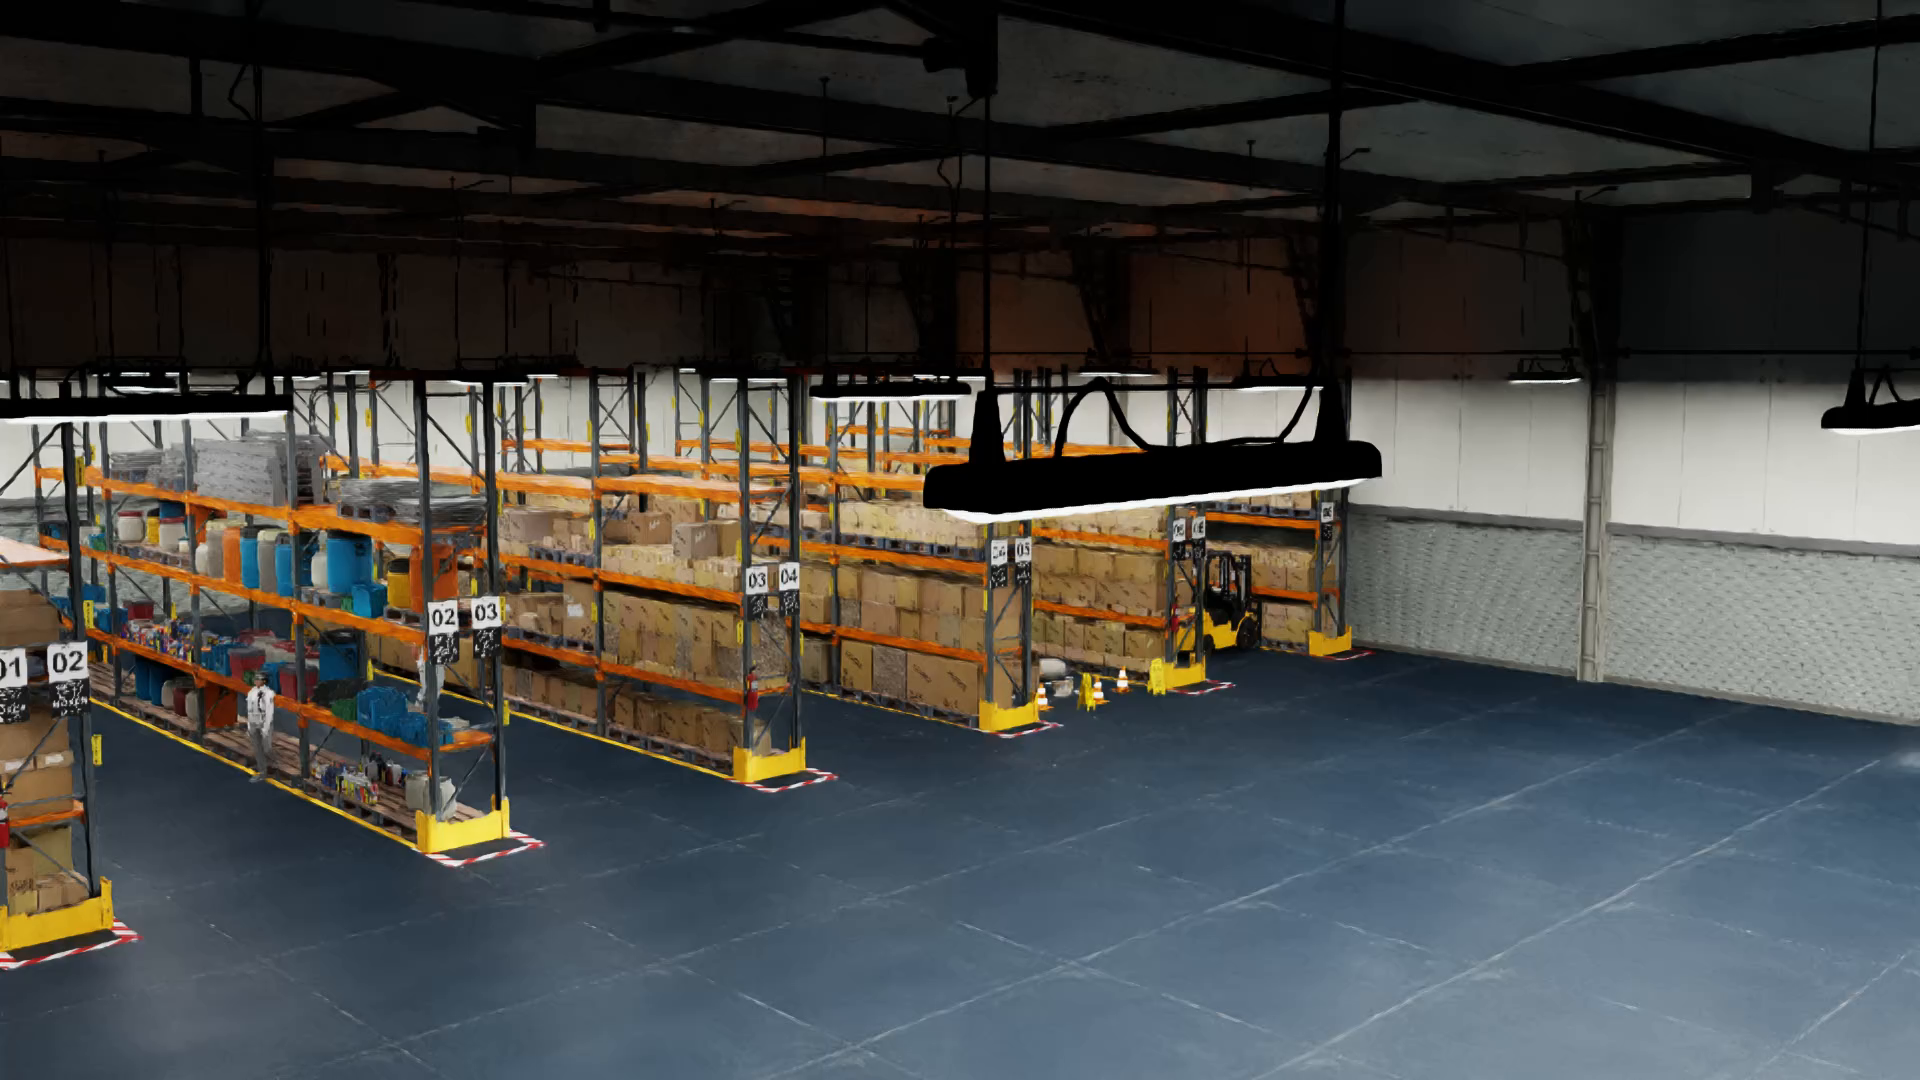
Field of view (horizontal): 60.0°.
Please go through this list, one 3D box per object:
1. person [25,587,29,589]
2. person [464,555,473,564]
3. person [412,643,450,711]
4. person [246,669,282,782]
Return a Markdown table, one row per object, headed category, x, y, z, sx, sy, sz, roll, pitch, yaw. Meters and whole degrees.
| category | x | y | z | sx | sy | sz | roll | pitch | yaw |
| --- | --- | --- | --- | --- | --- | --- | --- | --- | --- |
| person | -18.615 | 1.772 | 33.227 | 0.515 | 1.653 | 0.519 | -1 | 7 | -10 |
| person | -12.004 | 0.951 | 40.396 | 0.484 | 1.661 | 0.649 | 0 | 6 | 4 |
| person | -9.311 | 2.169 | 29.319 | 0.552 | 1.742 | 0.677 | 6 | 9 | 44 |
| person | -10.302 | 2.717 | 24.617 | 0.489 | 1.672 | 0.507 | 2 | 7 | 20 |
